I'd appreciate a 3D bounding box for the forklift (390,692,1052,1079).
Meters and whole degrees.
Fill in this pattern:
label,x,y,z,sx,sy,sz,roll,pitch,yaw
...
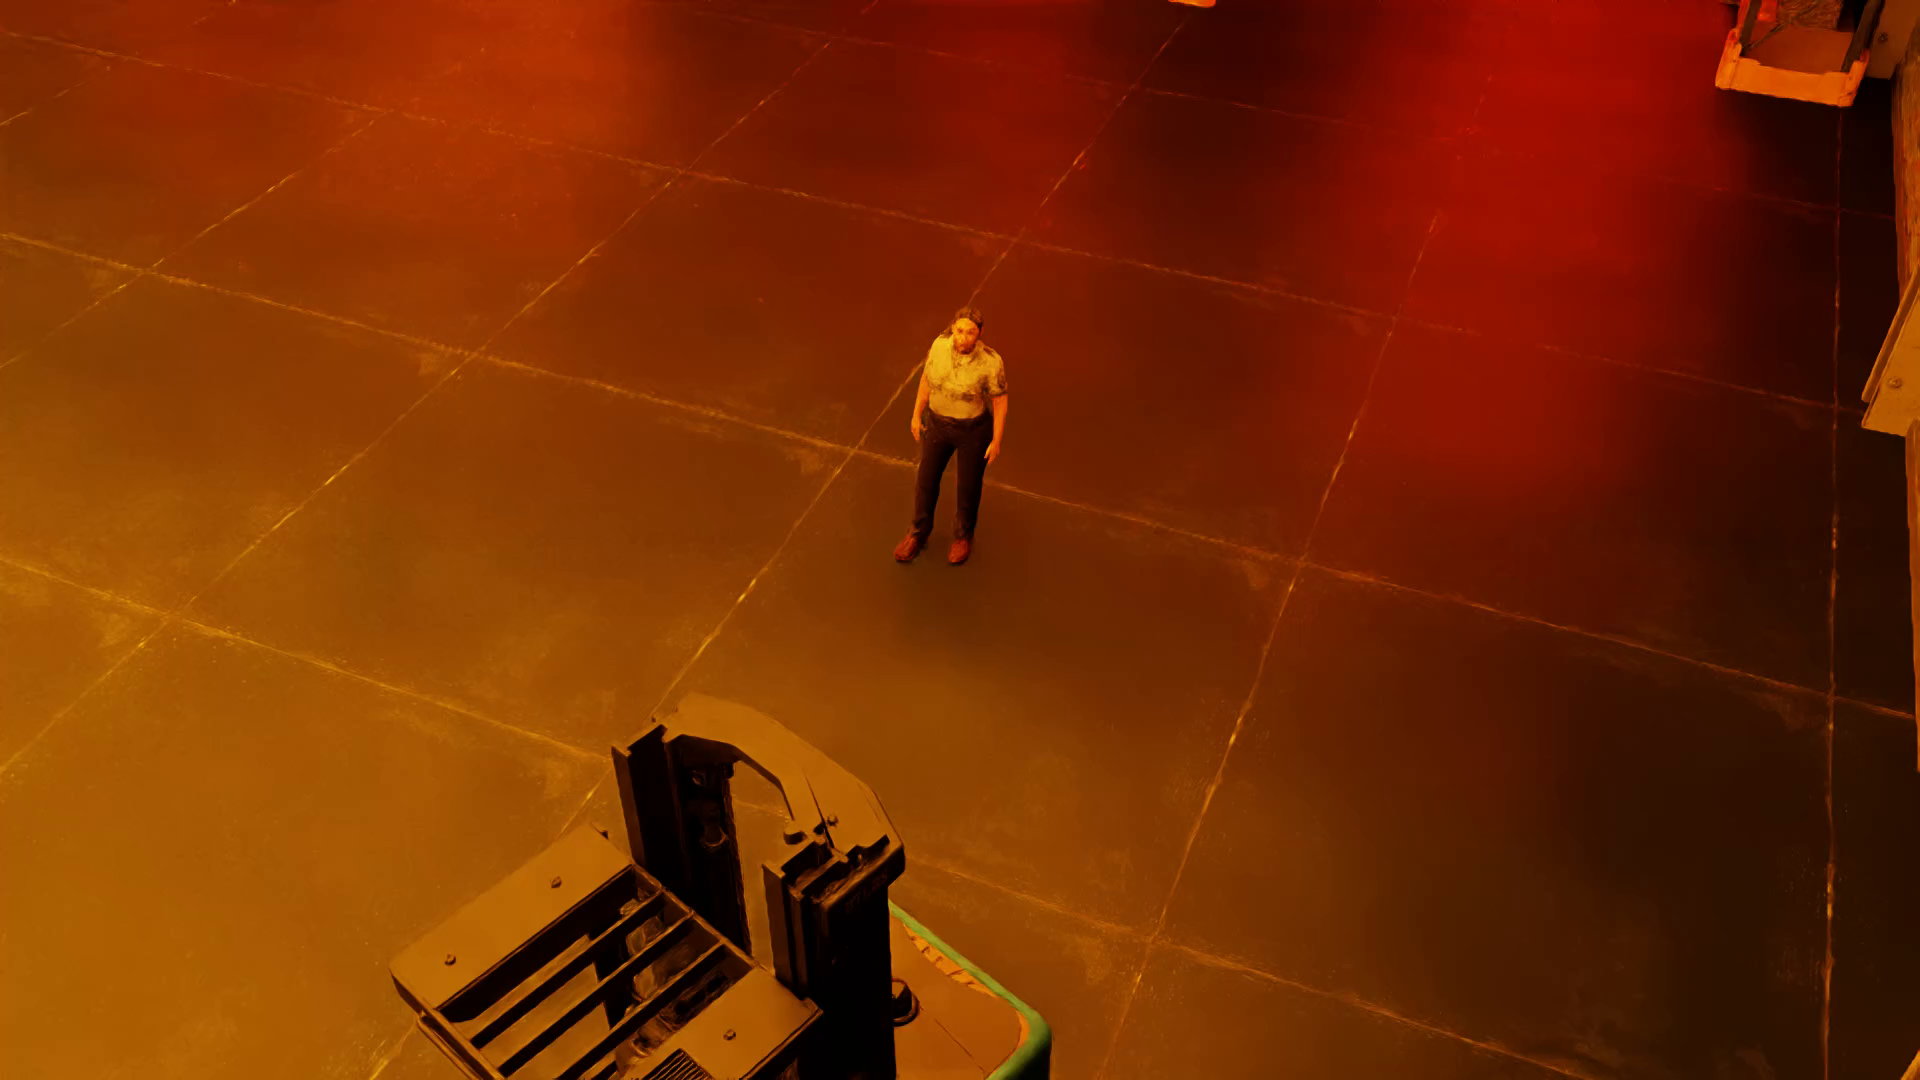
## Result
label,x,y,z,sx,sy,sz,roll,pitch,yaw
forklift,-0.995,2.055,5.551,1.130,2.935,3.031,30,49,31

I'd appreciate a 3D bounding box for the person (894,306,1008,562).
label,x,y,z,sx,sy,sz,roll,pitch,yaw
person,-0.055,-0.585,9.703,0.599,1.640,0.502,15,42,17
